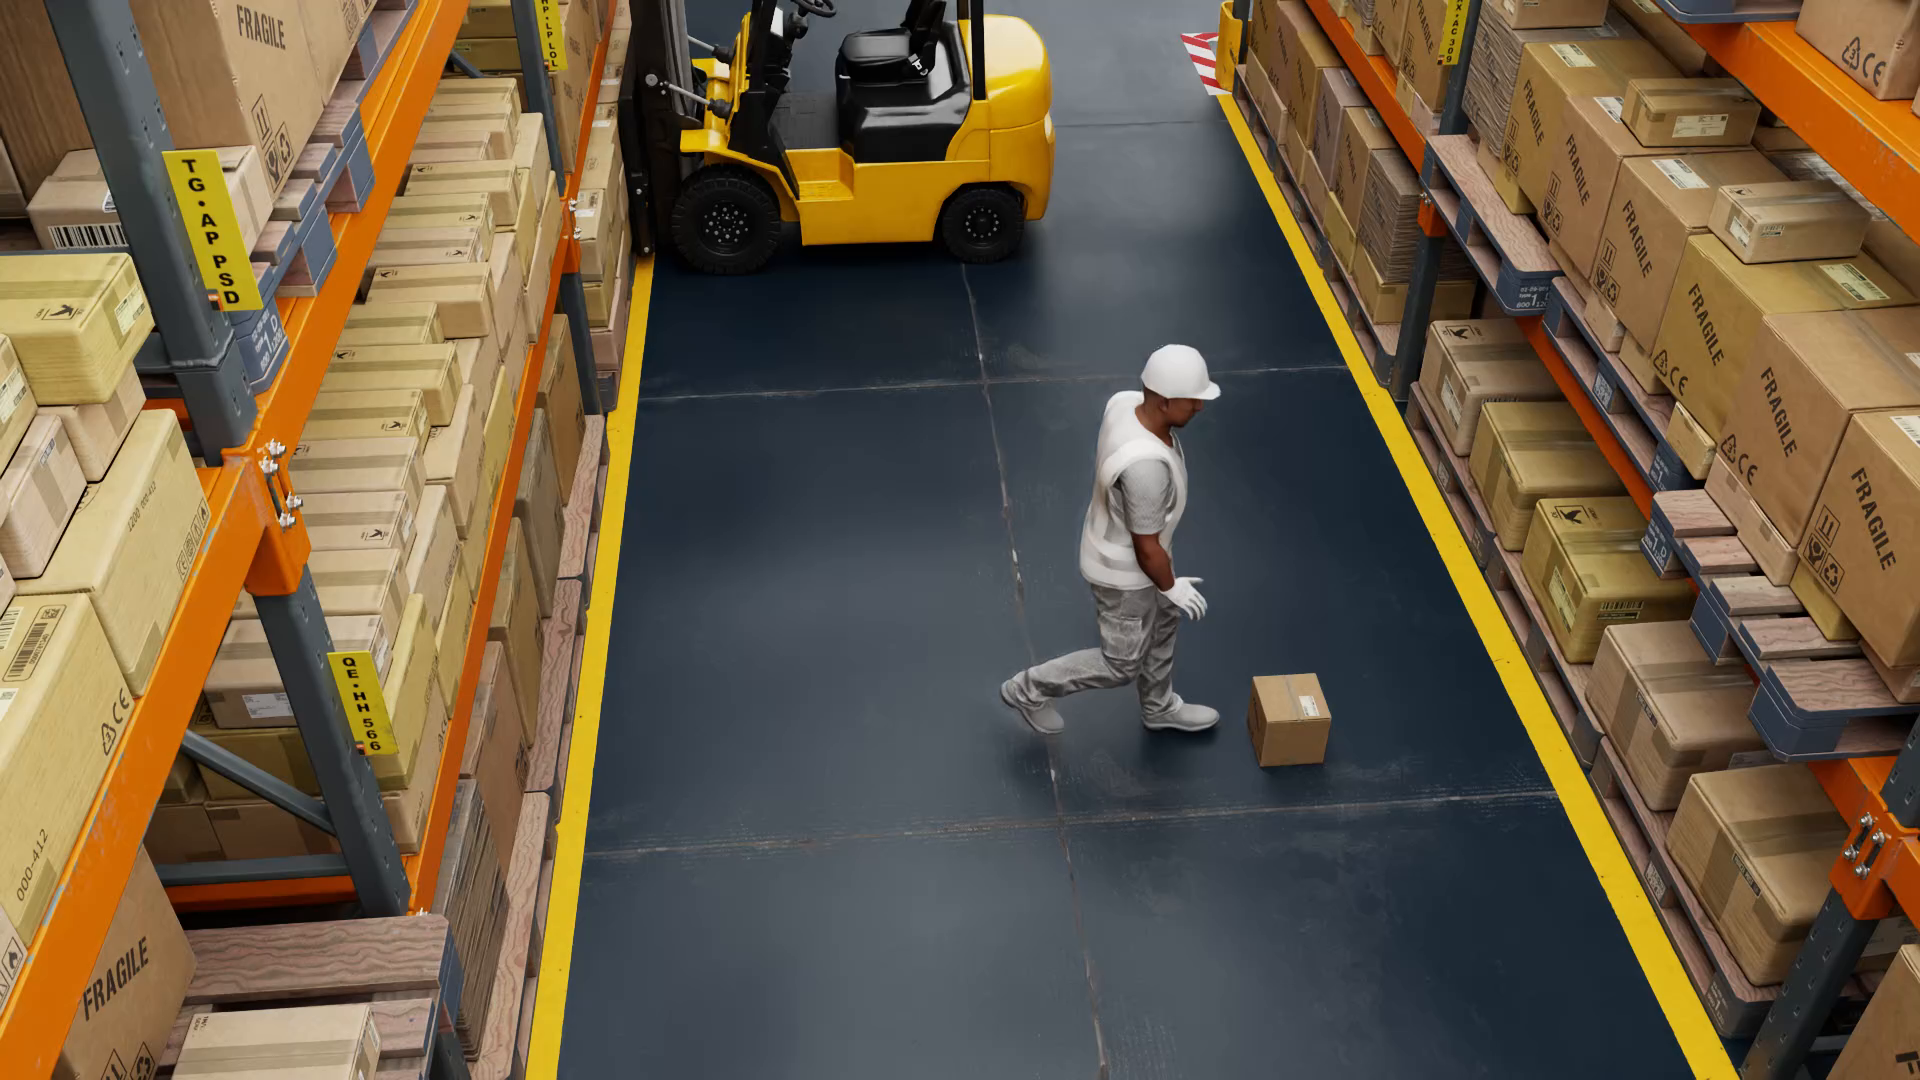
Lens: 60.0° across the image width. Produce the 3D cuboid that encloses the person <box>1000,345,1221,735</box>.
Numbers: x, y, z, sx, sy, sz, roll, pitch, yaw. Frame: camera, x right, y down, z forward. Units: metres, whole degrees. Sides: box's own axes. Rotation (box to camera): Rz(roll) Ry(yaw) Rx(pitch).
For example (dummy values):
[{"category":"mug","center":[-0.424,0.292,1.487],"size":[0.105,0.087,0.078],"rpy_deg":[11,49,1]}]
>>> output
[{"category":"person","center":[0.592,0.063,6.054],"size":[0.860,1.759,0.567],"rpy_deg":[5,39,6]}]
